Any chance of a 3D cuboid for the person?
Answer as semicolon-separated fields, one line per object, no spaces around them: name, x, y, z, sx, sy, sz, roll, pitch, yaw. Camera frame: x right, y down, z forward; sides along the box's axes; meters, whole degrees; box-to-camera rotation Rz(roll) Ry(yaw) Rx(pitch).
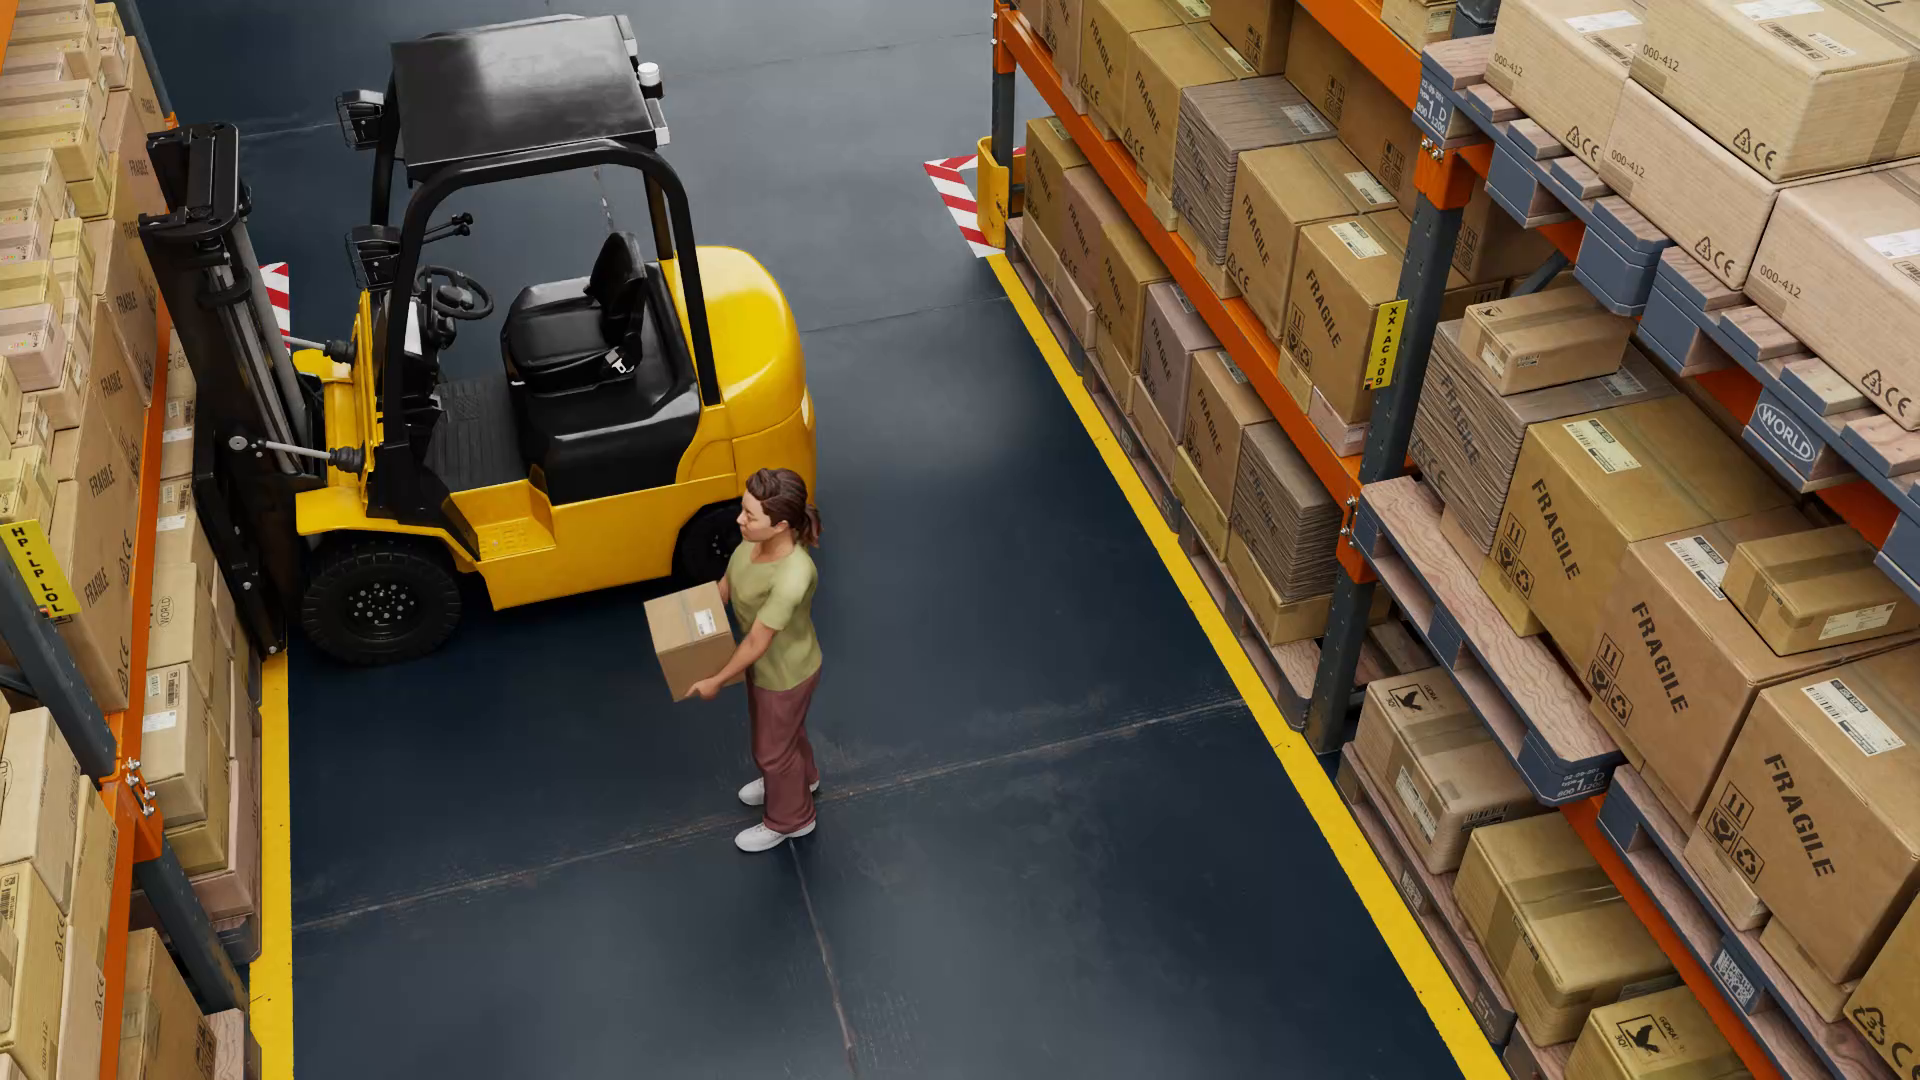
person;-0.693;0.430;5.699;0.538;1.668;0.421;-12;44;-13
